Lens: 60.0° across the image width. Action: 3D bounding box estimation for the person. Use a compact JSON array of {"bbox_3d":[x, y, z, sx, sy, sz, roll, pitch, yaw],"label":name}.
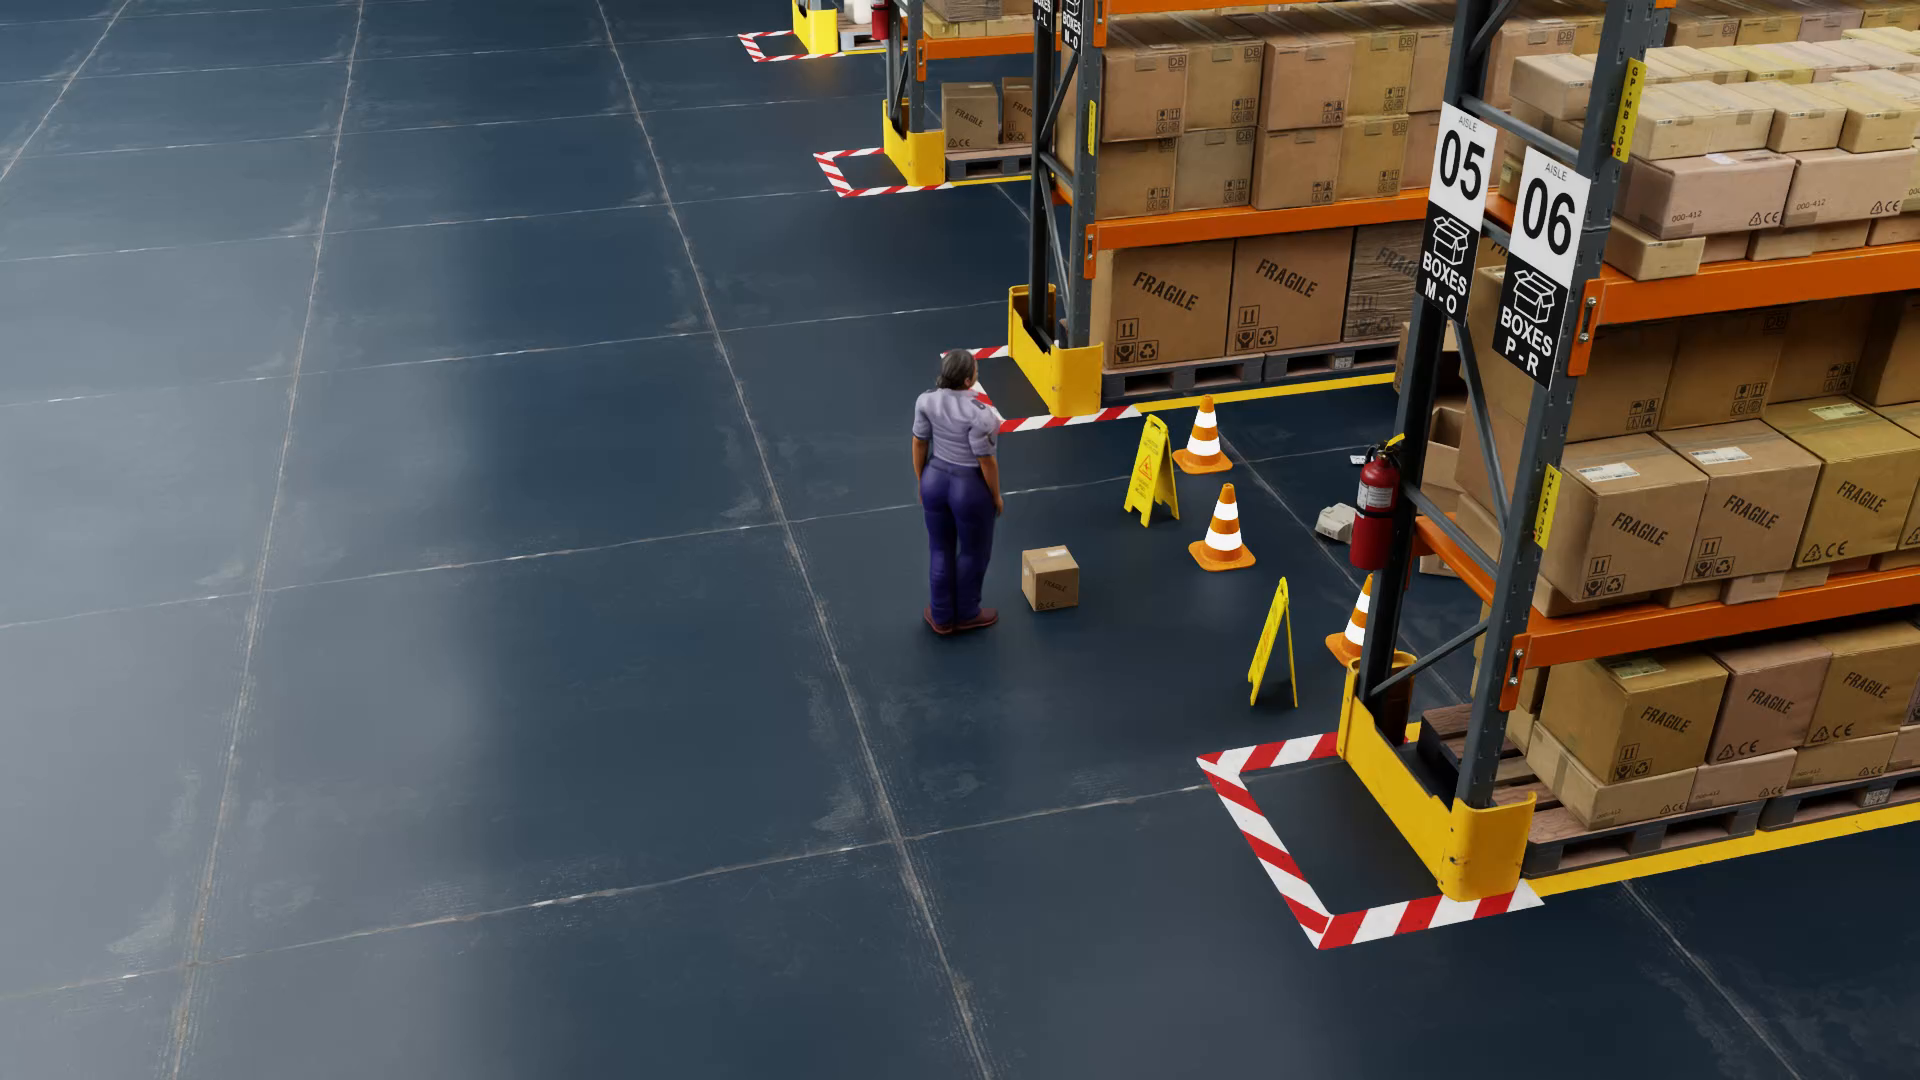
[{"bbox_3d":[-0.008,-0.252,8.666,0.490,1.654,0.379,15,34,24],"label":"person"}]
